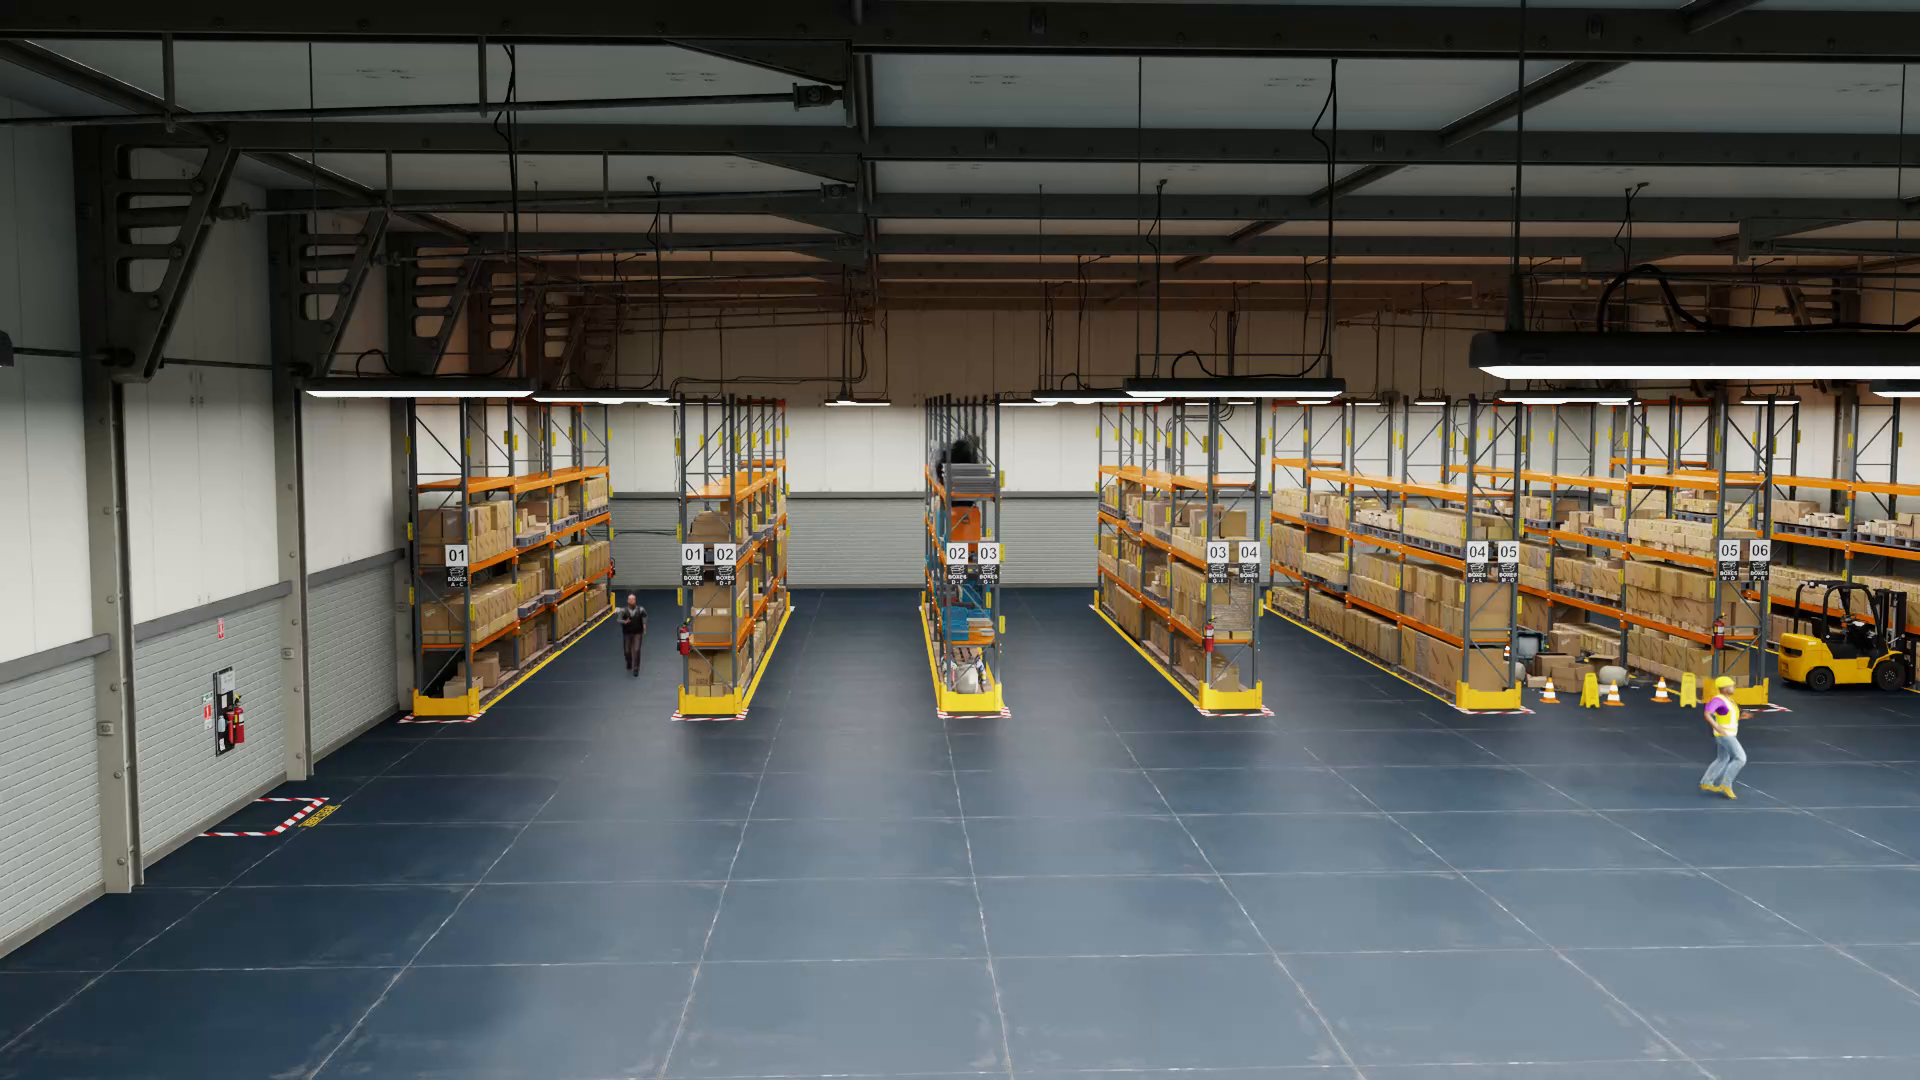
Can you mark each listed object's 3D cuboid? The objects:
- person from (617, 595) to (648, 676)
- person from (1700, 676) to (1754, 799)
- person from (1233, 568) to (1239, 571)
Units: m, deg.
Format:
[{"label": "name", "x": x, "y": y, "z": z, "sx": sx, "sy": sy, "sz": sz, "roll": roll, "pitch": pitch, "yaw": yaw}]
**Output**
[{"label": "person", "x": -7.028, "y": 2.027, "z": 35.716, "sx": 0.661, "sy": 1.700, "sz": 0.963, "roll": -1, "pitch": 5, "yaw": -10}, {"label": "person", "x": 11.309, "y": 2.914, "z": 24.514, "sx": 0.696, "sy": 1.806, "sz": 0.674, "roll": 2, "pitch": 5, "yaw": 27}, {"label": "person", "x": 7.697, "y": 1.237, "z": 46.144, "sx": 0.557, "sy": 1.676, "sz": 0.749, "roll": 0, "pitch": 5, "yaw": 3}]
